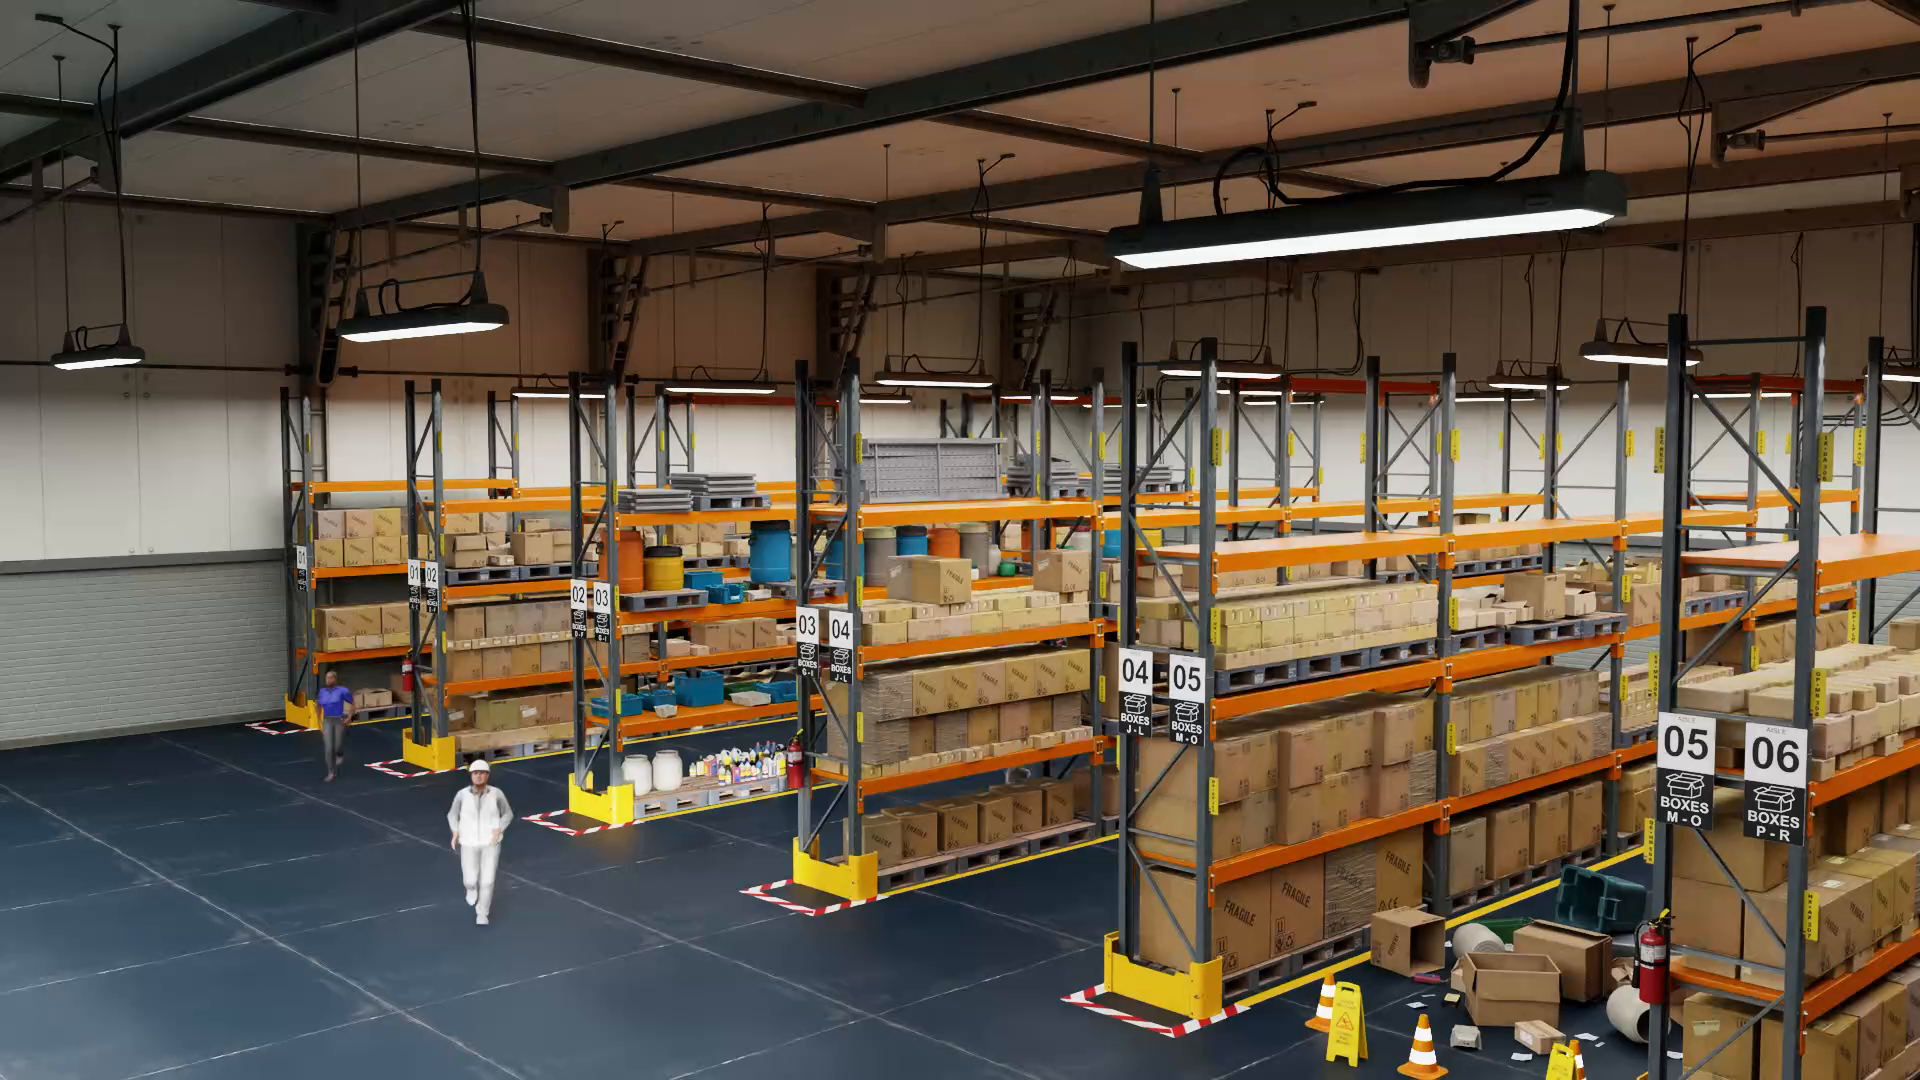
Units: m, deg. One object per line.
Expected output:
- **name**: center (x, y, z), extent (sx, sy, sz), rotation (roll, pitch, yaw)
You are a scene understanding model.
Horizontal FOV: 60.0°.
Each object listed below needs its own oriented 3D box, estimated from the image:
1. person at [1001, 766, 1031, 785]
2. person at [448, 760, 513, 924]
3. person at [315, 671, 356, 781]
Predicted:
- **person**: center (0.805, 2.856, 23.398), extent (0.574, 1.623, 0.788), rotation (3, 5, 38)
- **person**: center (-5.073, 3.188, 17.603), extent (0.673, 1.726, 0.573), rotation (-1, 4, -14)
- **person**: center (-9.375, 2.770, 25.001), extent (0.594, 1.641, 0.613), rotation (0, 4, -4)
